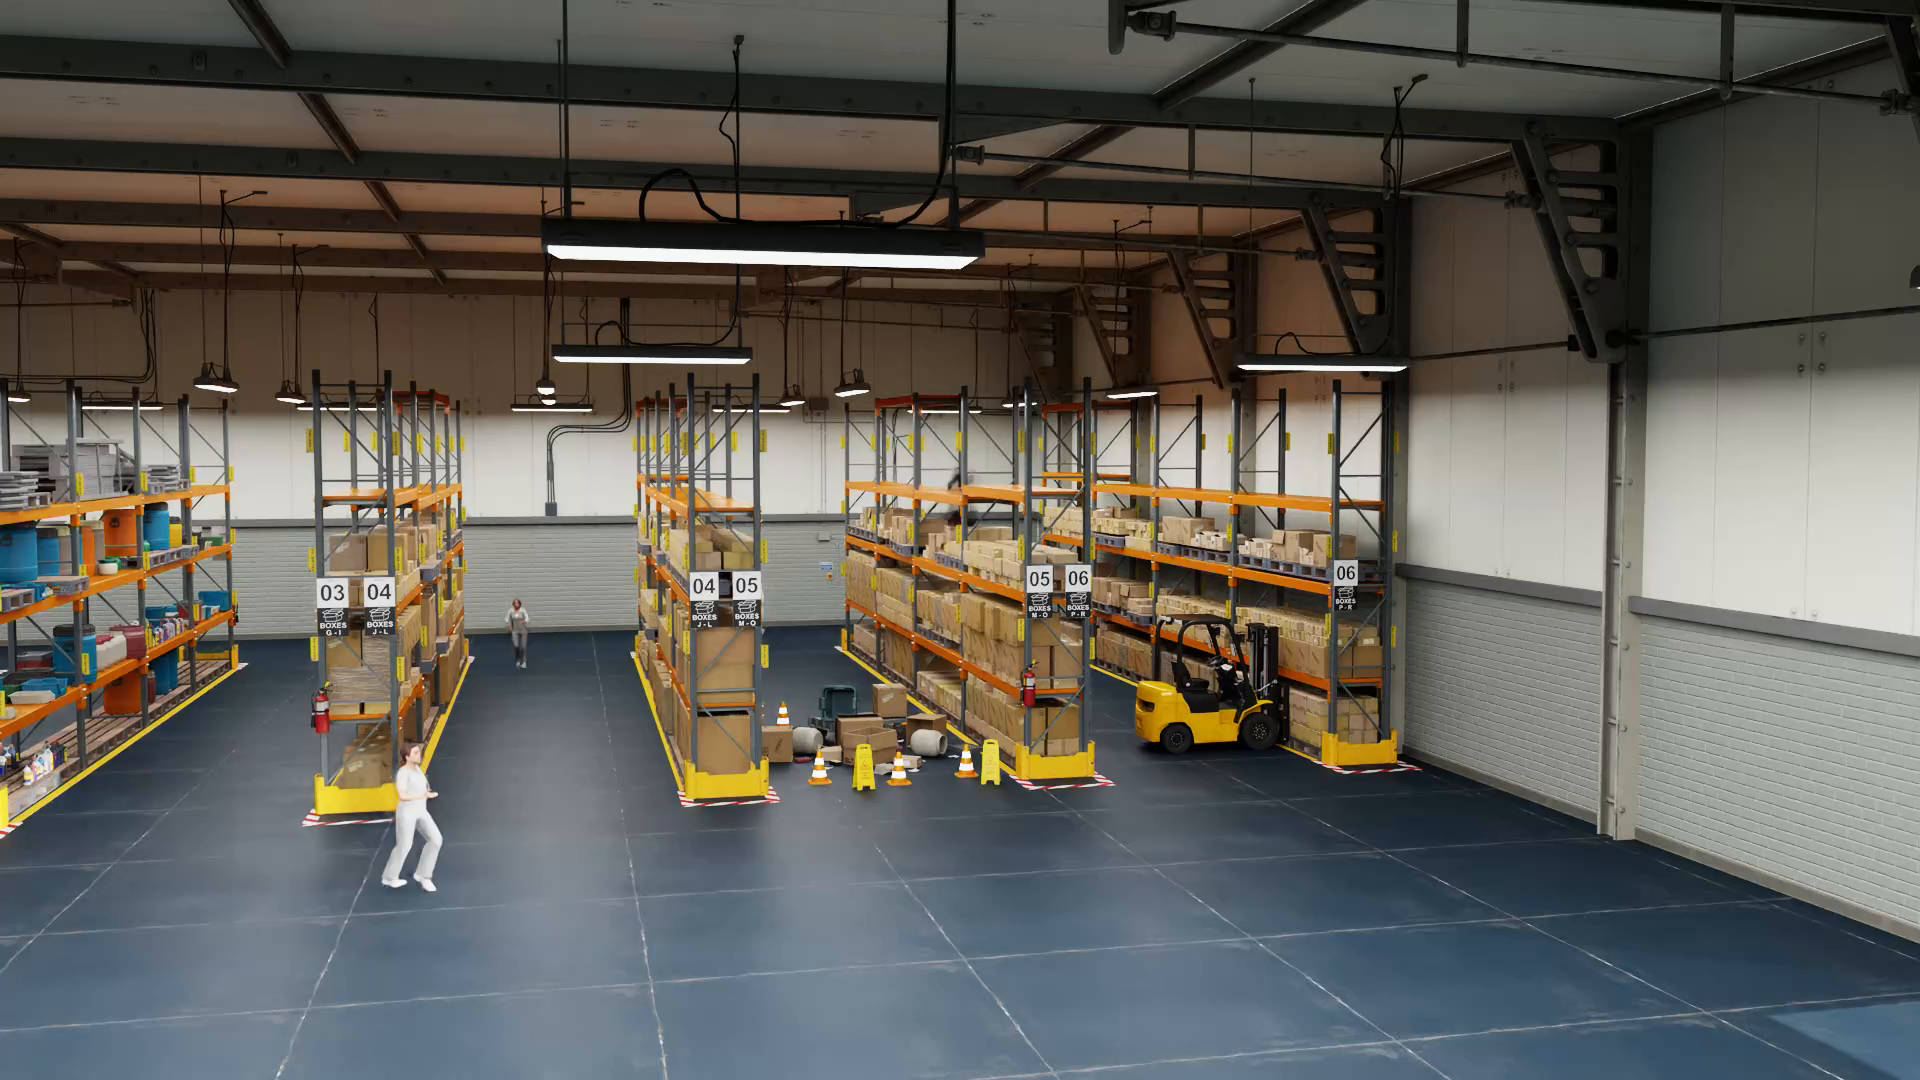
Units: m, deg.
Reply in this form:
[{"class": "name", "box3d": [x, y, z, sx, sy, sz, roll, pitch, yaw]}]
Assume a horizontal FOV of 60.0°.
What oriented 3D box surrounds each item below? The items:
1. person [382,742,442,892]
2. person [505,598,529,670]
[{"class": "person", "box3d": [-6.114, 3.100, 18.566, 0.761, 1.699, 0.516, 1, 3, 18]}, {"class": "person", "box3d": [-9.835, 2.087, 36.935, 0.533, 1.597, 0.629, -1, 3, -14]}]
